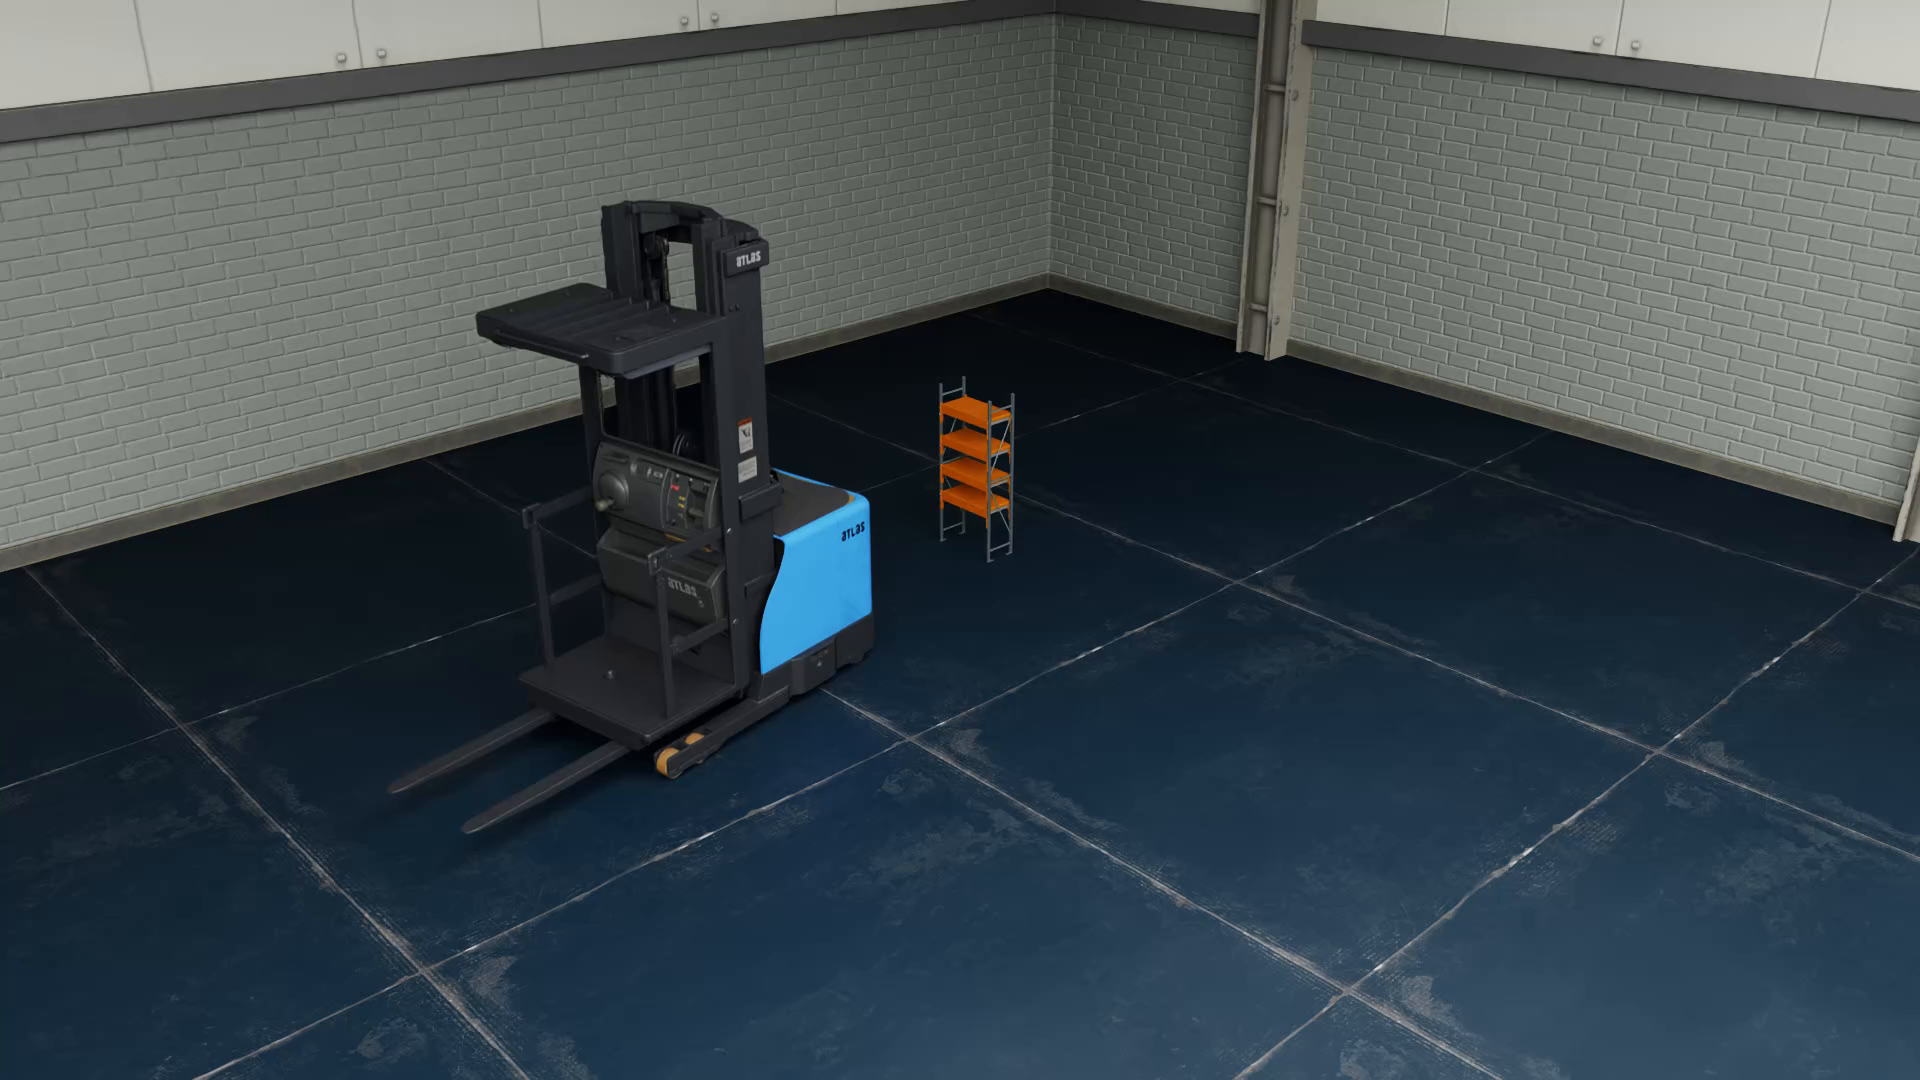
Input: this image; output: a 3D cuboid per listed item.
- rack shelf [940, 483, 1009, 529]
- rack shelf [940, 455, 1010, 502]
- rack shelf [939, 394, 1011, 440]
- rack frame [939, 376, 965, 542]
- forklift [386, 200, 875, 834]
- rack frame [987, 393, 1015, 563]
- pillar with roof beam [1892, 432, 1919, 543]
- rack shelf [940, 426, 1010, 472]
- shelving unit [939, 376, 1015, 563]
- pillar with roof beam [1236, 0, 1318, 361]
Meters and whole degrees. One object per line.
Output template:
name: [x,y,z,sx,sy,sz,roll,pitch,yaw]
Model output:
rack shelf: [0.113,-0.254,11.798,0.258,0.148,0.480,-21,32,-38]
rack shelf: [0.113,-0.435,11.716,0.258,0.148,0.480,-21,32,-38]
rack shelf: [0.113,-0.853,11.525,0.258,0.148,0.480,-21,32,-38]
rack frame: [-0.054,-0.570,11.850,0.240,1.200,0.015,-21,32,-38]
forklift: [-1.818,-0.250,9.064,1.130,2.935,3.031,17,30,33]
rack frame: [0.280,-0.422,11.526,0.240,1.200,0.015,-21,32,-38]
pillar with roof beam: [3.859,-2.859,7.472,9.100,9.000,0.400,-21,32,-38]
rack shelf: [0.113,-0.638,11.623,0.258,0.148,0.480,-21,32,-38]
shelving unit: [0.113,-0.496,11.688,0.258,1.200,0.503,-21,32,-38]
pillar with roof beam: [-0.242,-4.677,11.457,9.100,9.000,0.400,-21,32,-38]
